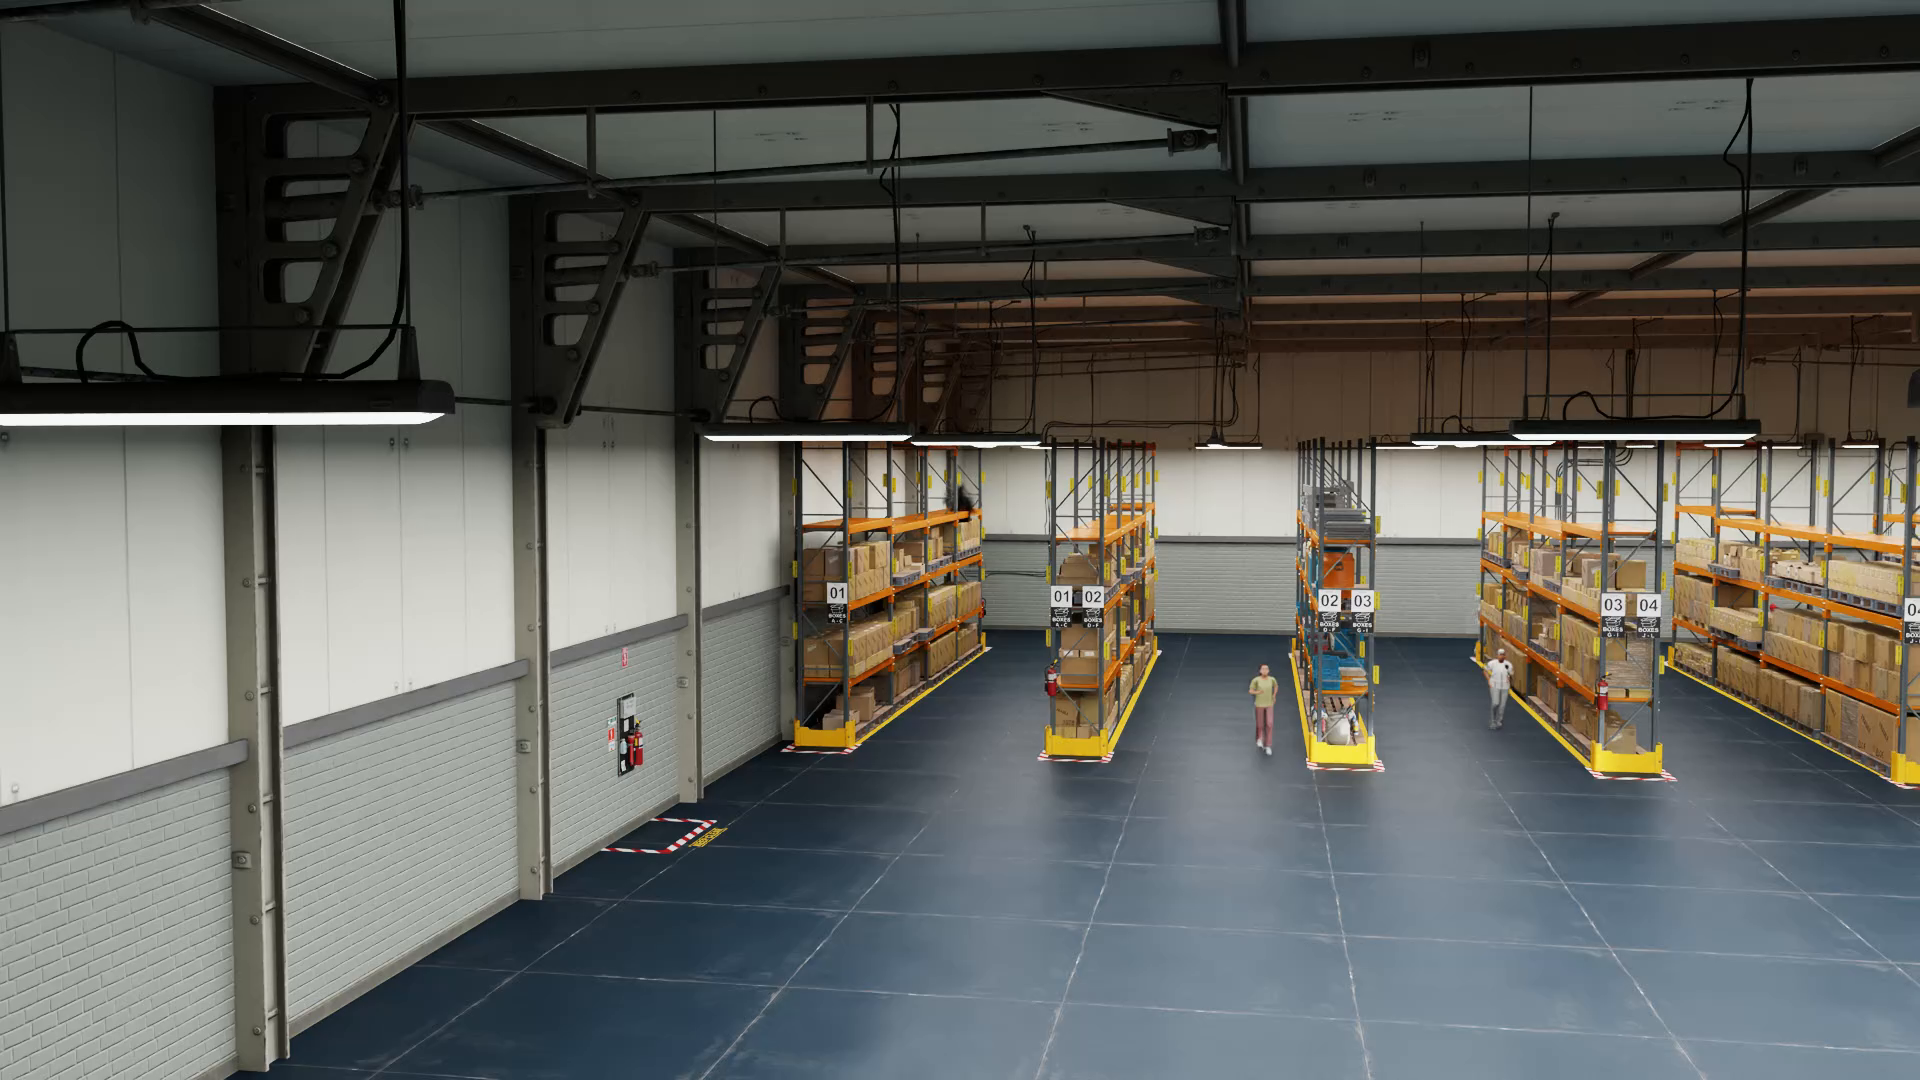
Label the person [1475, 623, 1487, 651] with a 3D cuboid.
[{"bbox_3d":[14.952,2.377,46.907,0.799,1.817,0.654,1,3,16],"label":"person"}]

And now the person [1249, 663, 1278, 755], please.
[{"bbox_3d":[5.791,3.182,31.667,0.578,1.666,0.912,0,3,2],"label":"person"}]

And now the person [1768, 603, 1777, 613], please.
[{"bbox_3d":[20.990,2.522,42.951,0.675,1.766,1.019,0,3,8],"label":"person"}]

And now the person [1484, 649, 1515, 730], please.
[{"bbox_3d":[11.148,3.090,34.336,0.579,1.695,0.703,0,3,5],"label":"person"}]

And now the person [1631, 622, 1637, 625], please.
[{"bbox_3d":[17.679,2.599,43.748,0.592,1.733,0.750,1,3,21],"label":"person"}]
